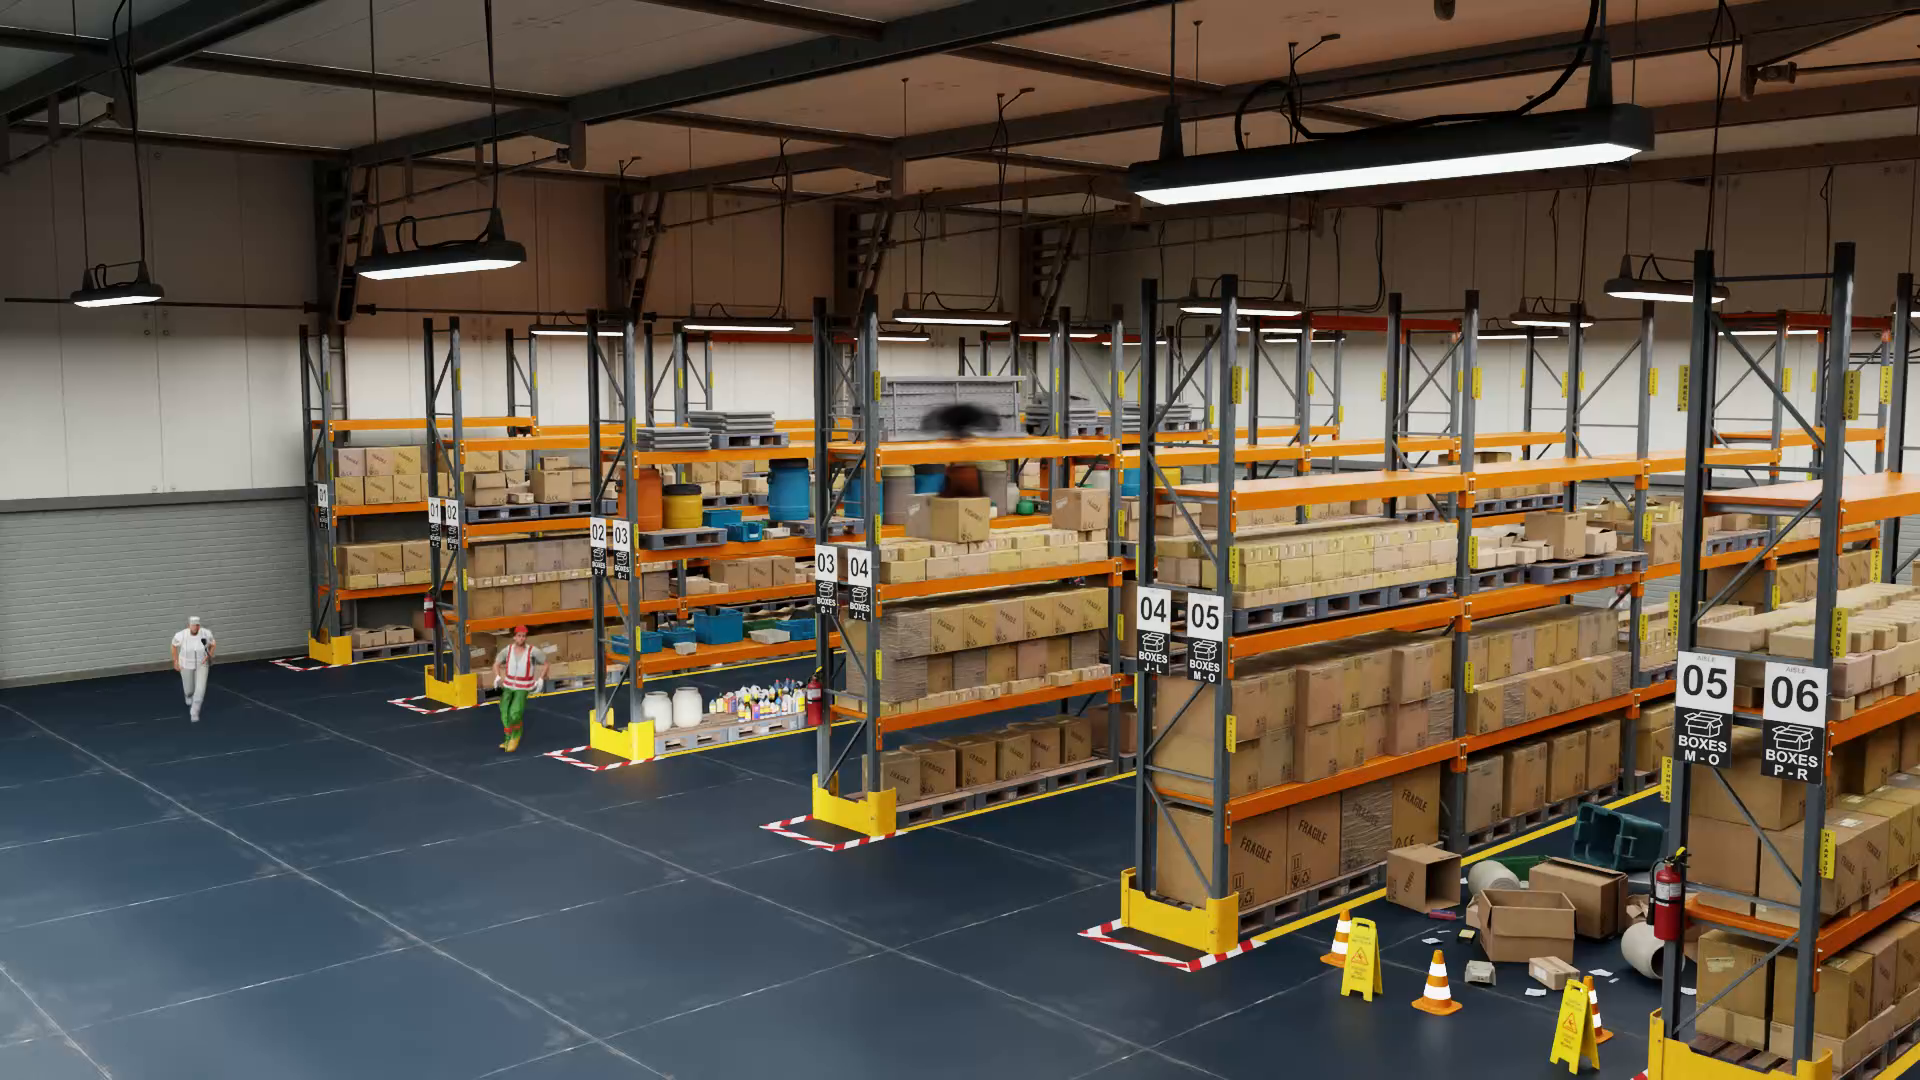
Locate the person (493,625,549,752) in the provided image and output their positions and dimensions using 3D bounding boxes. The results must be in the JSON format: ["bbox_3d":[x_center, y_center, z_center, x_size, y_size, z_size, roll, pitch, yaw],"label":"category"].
[{"bbox_3d":[-6.003,2.017,22.559,0.710,1.728,0.606,1,6,8],"label":"person"}]

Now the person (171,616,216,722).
[{"bbox_3d":[-11.406,1.900,24.772,0.607,1.607,0.801,-4,7,-32],"label":"person"}]

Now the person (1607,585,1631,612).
[{"bbox_3d":[11.391,1.516,28.577,0.578,1.561,0.744,3,7,29],"label":"person"}]
